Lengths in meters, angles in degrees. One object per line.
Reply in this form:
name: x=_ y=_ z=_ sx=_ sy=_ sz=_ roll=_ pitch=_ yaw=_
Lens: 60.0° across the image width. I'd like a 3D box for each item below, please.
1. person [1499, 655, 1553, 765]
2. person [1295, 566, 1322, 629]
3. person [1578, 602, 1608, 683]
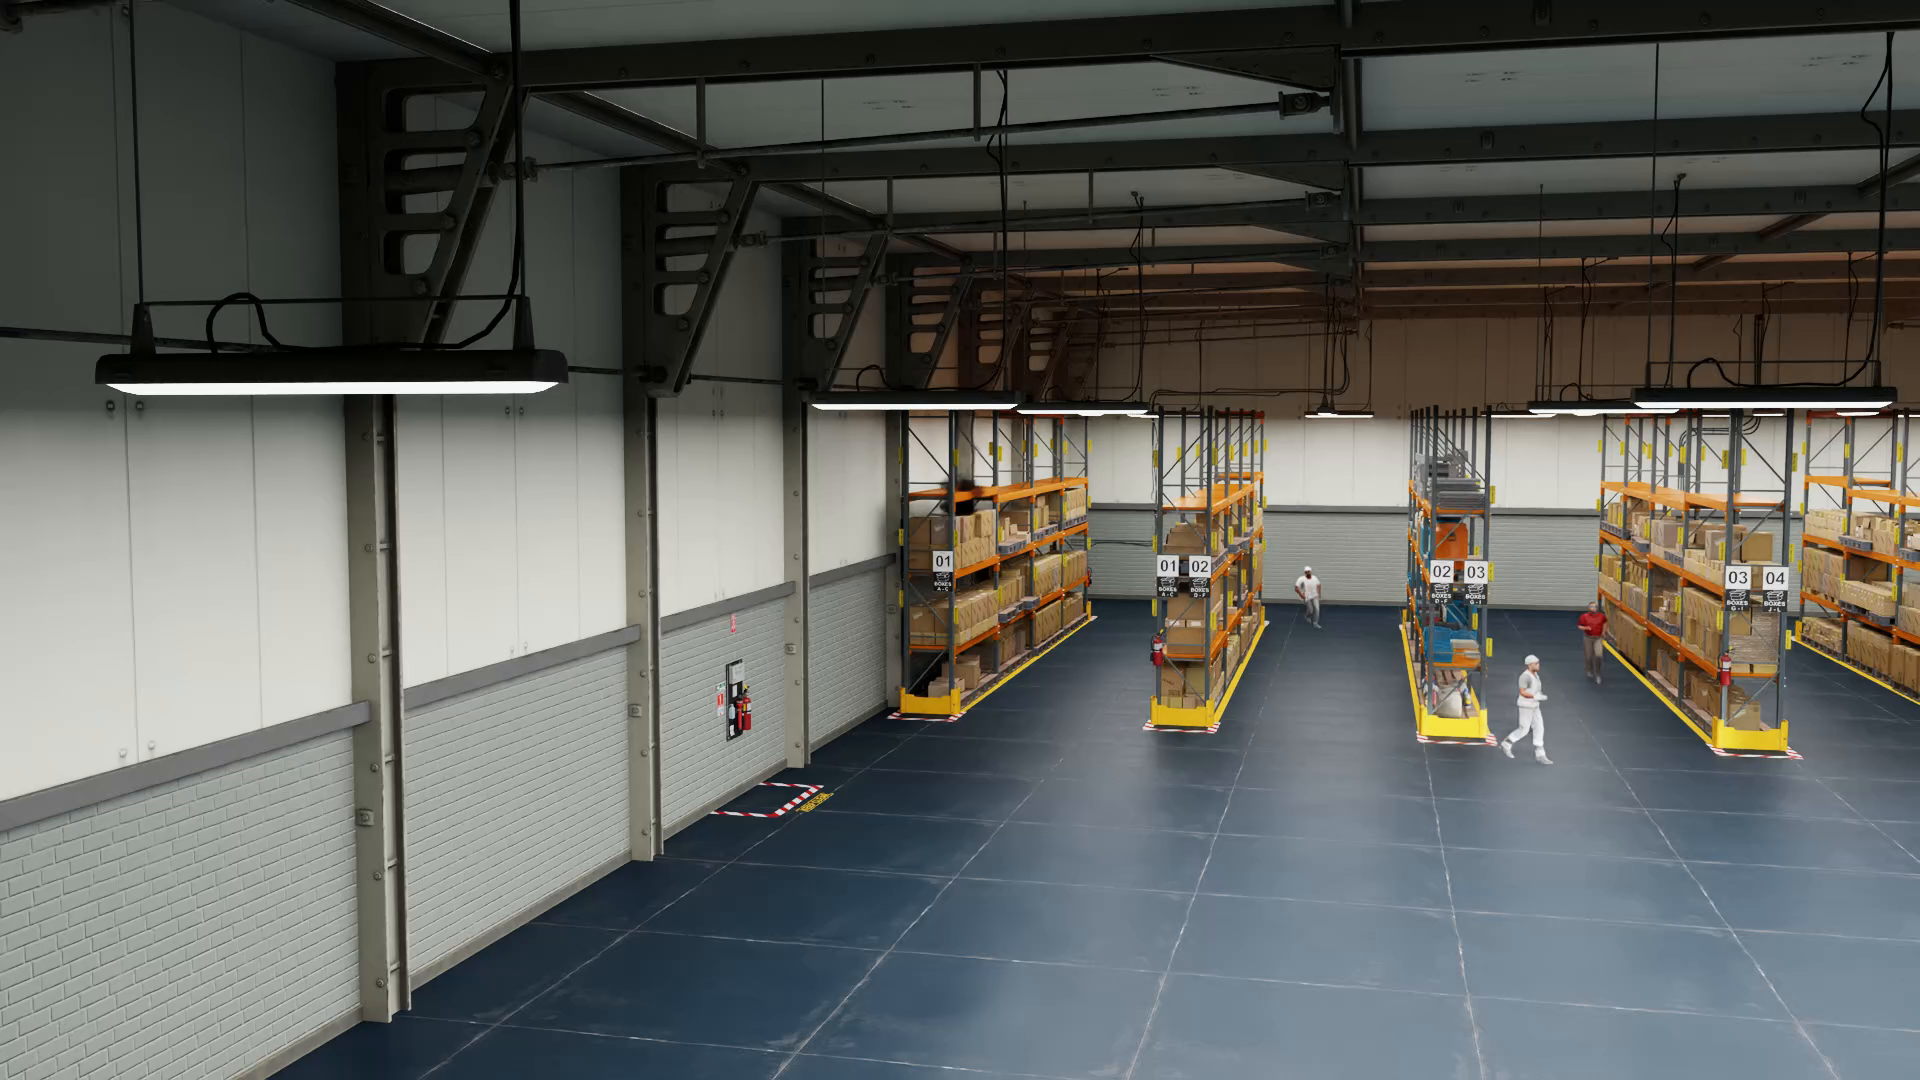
person: x=9.526 y=2.822 z=27.859 sx=0.861 sy=1.809 sz=0.682 roll=4 pitch=5 yaw=41
person: x=9.640 y=1.578 z=46.017 sx=0.774 sy=1.716 sz=0.707 roll=-1 pitch=4 yaw=-12
person: x=13.917 y=2.256 z=36.579 sx=0.640 sy=1.800 sz=0.795 roll=1 pitch=4 yaw=17
